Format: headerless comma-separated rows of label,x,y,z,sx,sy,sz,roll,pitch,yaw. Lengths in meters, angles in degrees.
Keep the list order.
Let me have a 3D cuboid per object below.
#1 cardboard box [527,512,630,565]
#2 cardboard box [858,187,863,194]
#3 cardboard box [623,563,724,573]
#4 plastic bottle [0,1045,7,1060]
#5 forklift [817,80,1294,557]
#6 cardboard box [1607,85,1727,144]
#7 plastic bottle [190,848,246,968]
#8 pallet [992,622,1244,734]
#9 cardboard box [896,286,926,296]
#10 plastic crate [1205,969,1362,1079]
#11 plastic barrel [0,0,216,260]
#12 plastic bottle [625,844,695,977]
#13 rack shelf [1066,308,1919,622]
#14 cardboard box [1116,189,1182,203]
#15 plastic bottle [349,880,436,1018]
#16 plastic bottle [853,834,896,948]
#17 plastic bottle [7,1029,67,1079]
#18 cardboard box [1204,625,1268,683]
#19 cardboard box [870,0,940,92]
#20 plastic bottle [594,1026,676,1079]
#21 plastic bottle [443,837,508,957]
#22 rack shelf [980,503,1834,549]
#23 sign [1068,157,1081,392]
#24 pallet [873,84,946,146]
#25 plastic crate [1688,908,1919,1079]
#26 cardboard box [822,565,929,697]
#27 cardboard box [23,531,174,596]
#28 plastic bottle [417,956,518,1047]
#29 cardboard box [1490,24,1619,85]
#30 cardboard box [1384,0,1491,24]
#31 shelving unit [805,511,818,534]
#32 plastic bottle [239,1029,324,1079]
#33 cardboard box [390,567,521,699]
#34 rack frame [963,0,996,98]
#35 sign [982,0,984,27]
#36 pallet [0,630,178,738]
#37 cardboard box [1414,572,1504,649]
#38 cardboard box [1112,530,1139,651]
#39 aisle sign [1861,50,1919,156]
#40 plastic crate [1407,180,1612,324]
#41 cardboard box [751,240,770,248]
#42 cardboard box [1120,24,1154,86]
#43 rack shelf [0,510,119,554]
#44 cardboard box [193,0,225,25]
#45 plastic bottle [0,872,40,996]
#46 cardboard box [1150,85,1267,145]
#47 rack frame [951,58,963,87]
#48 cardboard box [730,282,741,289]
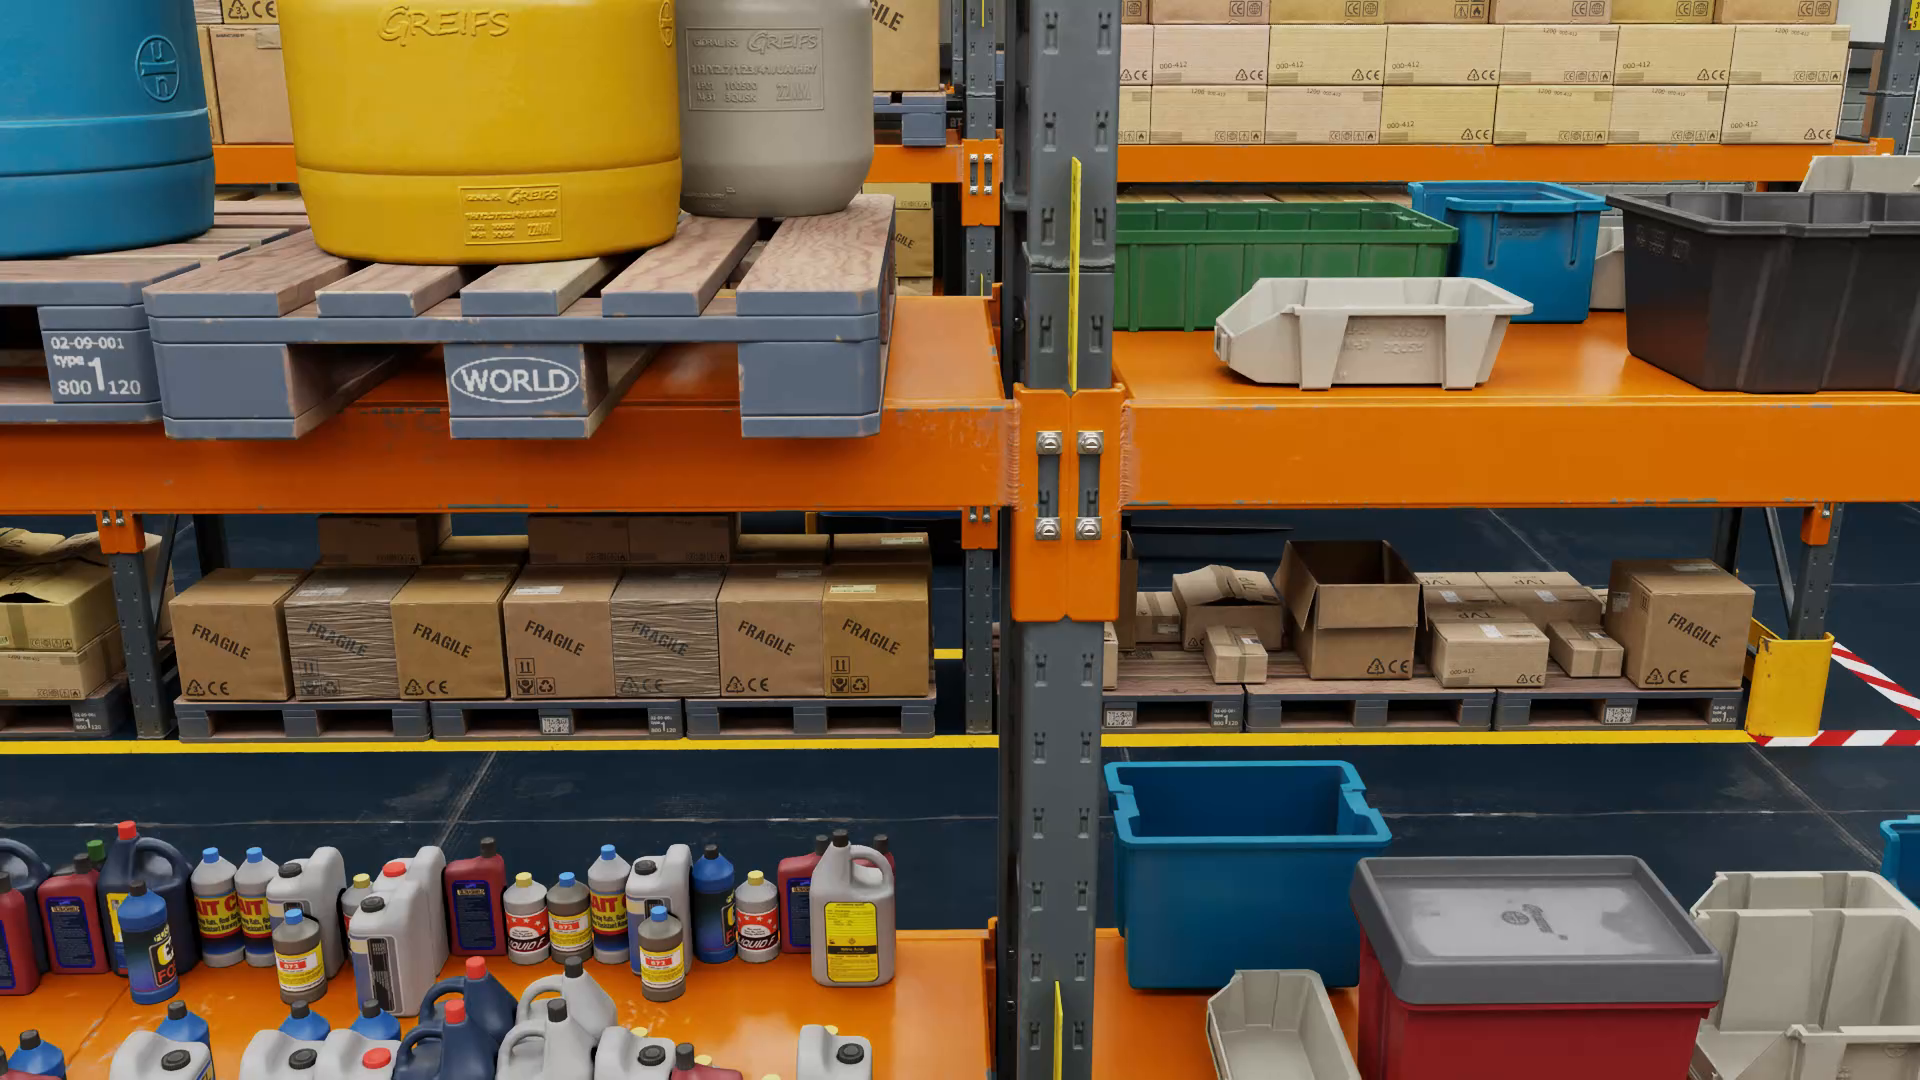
cardboard box,-1.905,-0.073,8.508,0.500,0.250,0.500,-1,18,-2
cardboard box,-0.972,-2.621,12.395,0.500,0.250,0.500,0,18,0
cardboard box,-1.437,0.283,8.627,0.500,0.500,0.500,0,18,0
plastic bottle,-1.857,1.014,3.056,0.185,0.351,0.144,0,18,-1
forklift,0.628,-1.384,10.563,3.031,2.935,1.130,1,18,3
cardboard box,3.074,-1.926,7.476,0.500,0.250,0.500,0,18,-1
plastic bottle,-1.682,0.826,3.771,0.097,0.271,0.097,0,18,0
pallet,0.771,0.693,8.542,1.213,0.211,1.003,0,18,-1
cardboard box,-0.393,-0.945,8.233,0.500,0.500,0.700,-6,19,-19
plastic crate,0.626,1.019,3.293,0.243,0.136,0.396,0,18,-1
plastic barrel,-1.546,-0.931,2.620,0.708,0.901,0.600,0,18,-1
plastic bottle,-0.676,0.828,3.760,0.135,0.276,0.152,0,18,-1
rack shelf,2.158,-0.214,3.072,4.000,0.370,1.077,0,18,-1
cardboard box,1.275,-2.287,12.775,0.700,0.700,0.980,-1,18,-2
plastic bottle,-1.234,0.877,3.606,0.135,0.276,0.152,0,18,-1
plastic bottle,-0.215,0.808,3.809,0.133,0.283,0.061,0,18,-1
plastic bottle,-1.716,1.040,3.106,0.097,0.271,0.097,0,18,0
cardboard box,1.372,0.565,8.295,0.250,0.166,0.380,0,18,-1
cardboard box,-0.421,-2.375,7.616,0.600,0.600,0.600,-2,18,-6
plastic bottle,-0.596,1.042,3.090,0.135,0.276,0.152,0,18,-1
plastic bottle,-1.103,0.812,3.796,0.133,0.283,0.061,0,18,-1
rack shelf,2.084,-0.299,8.247,4.000,0.370,1.077,0,18,-1
sign,0.165,-0.384,2.407,0.005,0.325,0.100,0,18,-1
pallet,-0.569,-1.989,7.734,1.003,0.211,1.213,0,18,-1
plastic crate,1.688,0.958,3.247,0.530,0.282,0.437,0,18,-1
cardboard box,-0.405,0.439,8.141,0.500,0.500,0.500,0,18,-1
cardboard box,-4.444,0.143,8.588,0.500,0.311,0.500,0,18,1
plastic bottle,-0.943,0.966,3.207,0.185,0.351,0.144,0,18,-1
cardboard box,2.574,-2.162,7.393,0.500,0.250,0.500,0,18,-1
cardboard box,2.069,-2.610,7.562,0.500,0.500,0.700,0,18,-1
shelving unit,-1.445,-0.751,10.933,1.083,1.500,0.587,1,18,3
plastic bottle,-1.235,1.046,3.081,0.135,0.276,0.152,0,18,-1
cardboard box,-2.431,0.448,8.112,0.500,0.500,0.500,-1,18,-2
rack frame,0.084,-3.488,7.190,0.127,3.000,1.000,0,18,-1
sign,0.096,-2.324,6.981,0.005,0.325,0.100,0,18,-1
pallet,-4.739,0.707,8.497,1.213,0.211,1.003,0,18,-1
cardboard box,2.535,0.369,8.766,0.500,0.250,0.500,0,18,-1
cardboard box,0.649,0.260,8.700,0.500,0.500,0.500,0,18,-1
aisle sign,4.156,-1.796,7.479,0.004,0.787,0.394,0,18,-1
plastic crate,1.064,-0.569,3.275,0.300,0.233,0.416,0,18,-1
cardboard box,-1.468,-2.259,12.496,0.500,0.500,0.500,0,18,-1
cardboard box,0.574,-2.153,7.366,0.500,0.250,0.500,0,18,-1
rack shelf,-5.915,-0.260,8.126,4.000,0.370,1.077,0,18,-1
cardboard box,-3.479,-2.565,7.421,0.500,0.500,0.500,0,18,-1
plastic bottle,-2.114,0.861,3.643,0.133,0.283,0.061,0,18,-1
cardboard box,1.074,-1.917,7.447,0.500,0.250,0.500,0,18,-1
rack frame,0.002,-2.145,12.823,0.127,3.000,1.000,0,18,-1
cardboard box,-1.603,-1.954,12.606,0.250,0.149,0.380,-1,18,-2
